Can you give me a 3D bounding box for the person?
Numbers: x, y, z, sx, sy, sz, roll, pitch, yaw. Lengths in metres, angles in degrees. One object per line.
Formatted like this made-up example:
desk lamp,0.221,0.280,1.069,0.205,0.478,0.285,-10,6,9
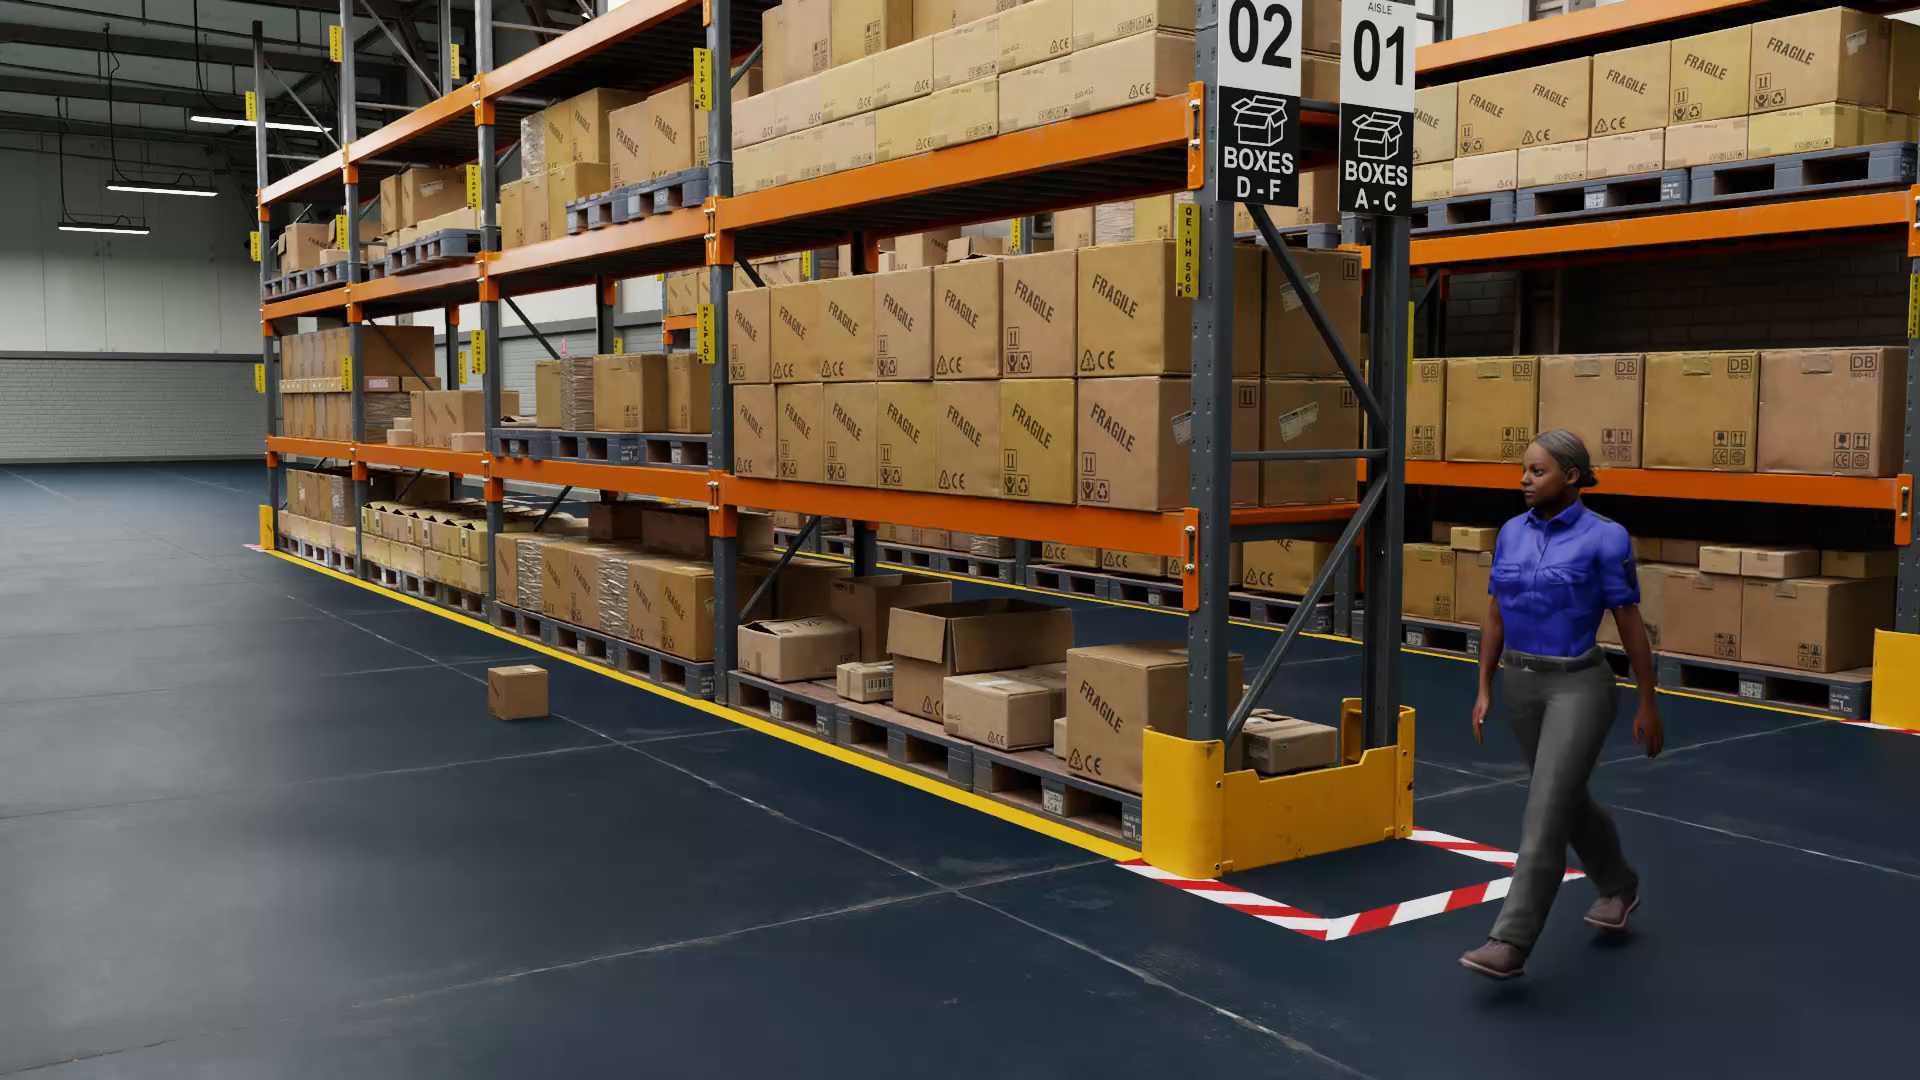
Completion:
person,1.841,0.432,5.064,0.860,1.541,0.518,-3,6,-33
